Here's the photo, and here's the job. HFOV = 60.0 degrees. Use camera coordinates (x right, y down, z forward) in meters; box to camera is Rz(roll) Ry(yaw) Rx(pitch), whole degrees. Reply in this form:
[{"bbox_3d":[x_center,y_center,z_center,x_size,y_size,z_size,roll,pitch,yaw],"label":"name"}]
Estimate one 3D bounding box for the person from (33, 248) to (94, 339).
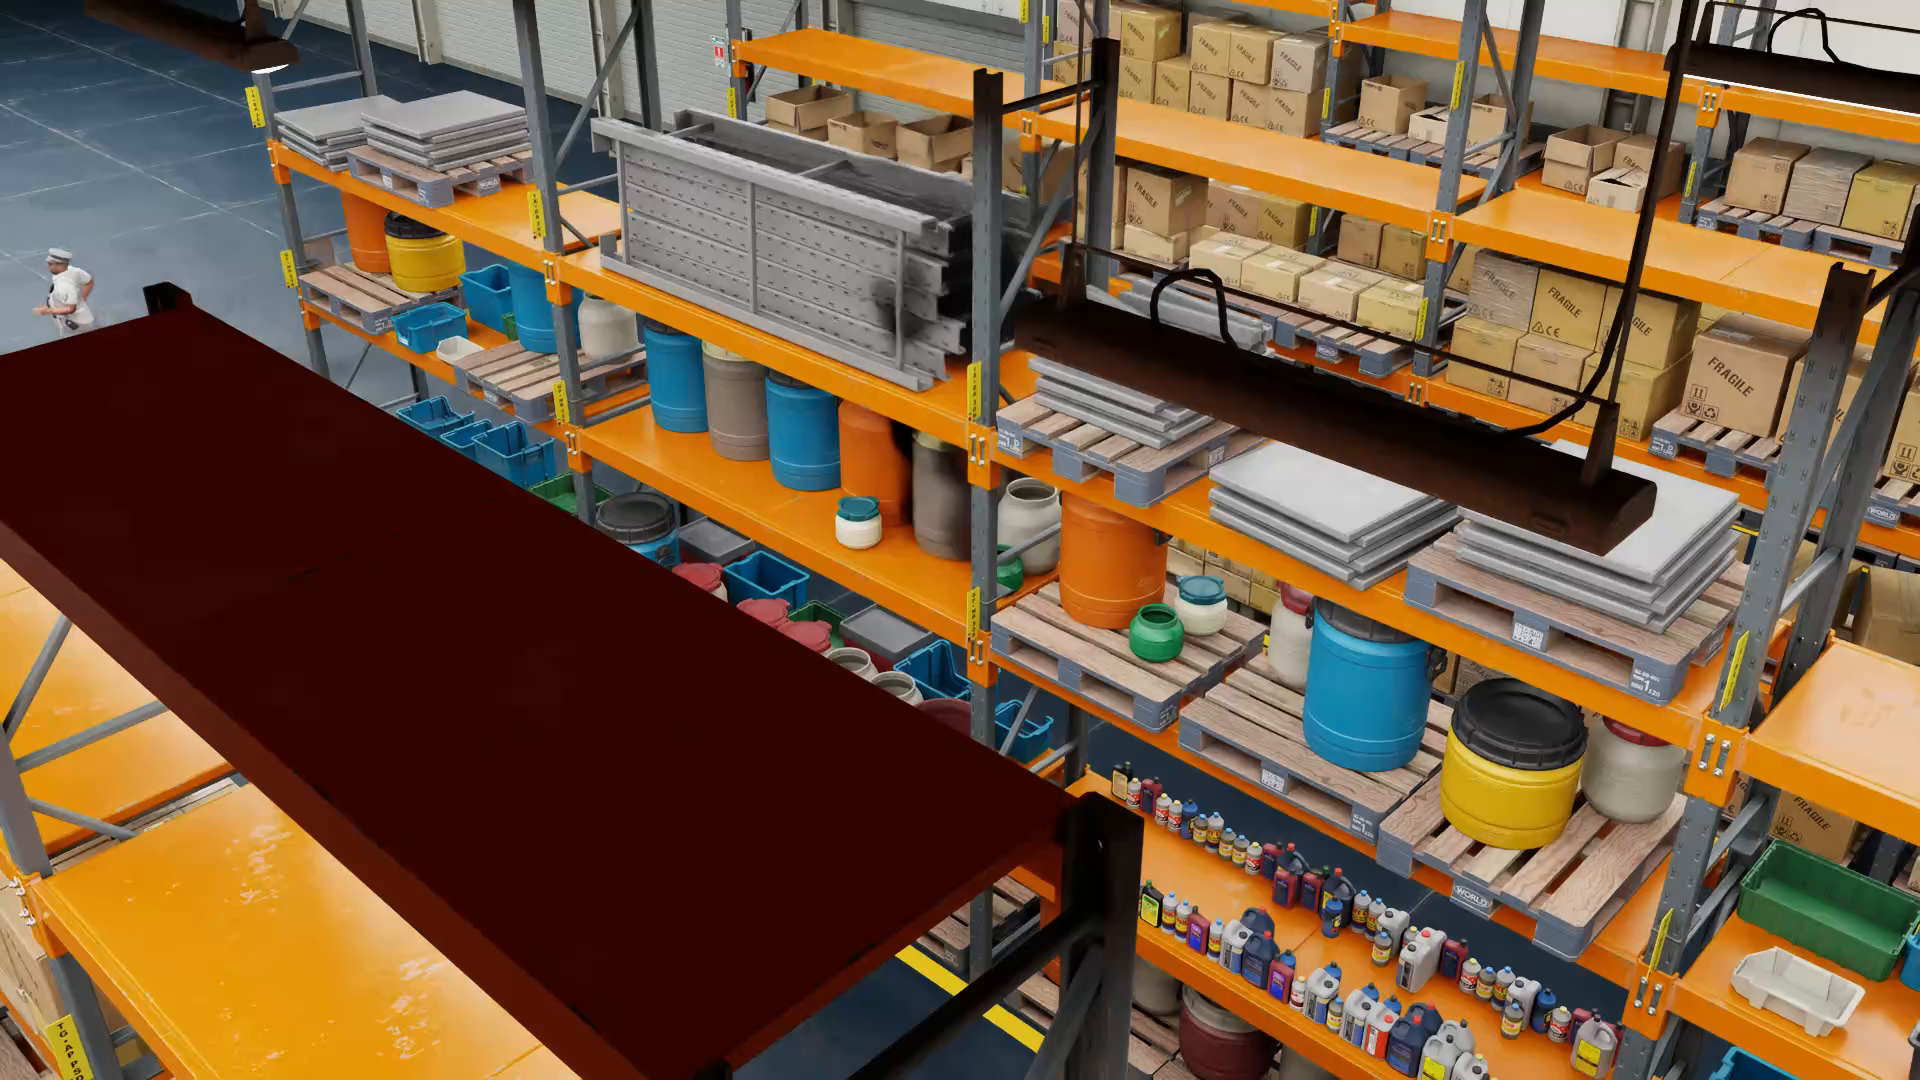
[{"bbox_3d":[-9.945,-2.434,18.748,0.975,1.801,0.661,-13,32,-21],"label":"person"}]
